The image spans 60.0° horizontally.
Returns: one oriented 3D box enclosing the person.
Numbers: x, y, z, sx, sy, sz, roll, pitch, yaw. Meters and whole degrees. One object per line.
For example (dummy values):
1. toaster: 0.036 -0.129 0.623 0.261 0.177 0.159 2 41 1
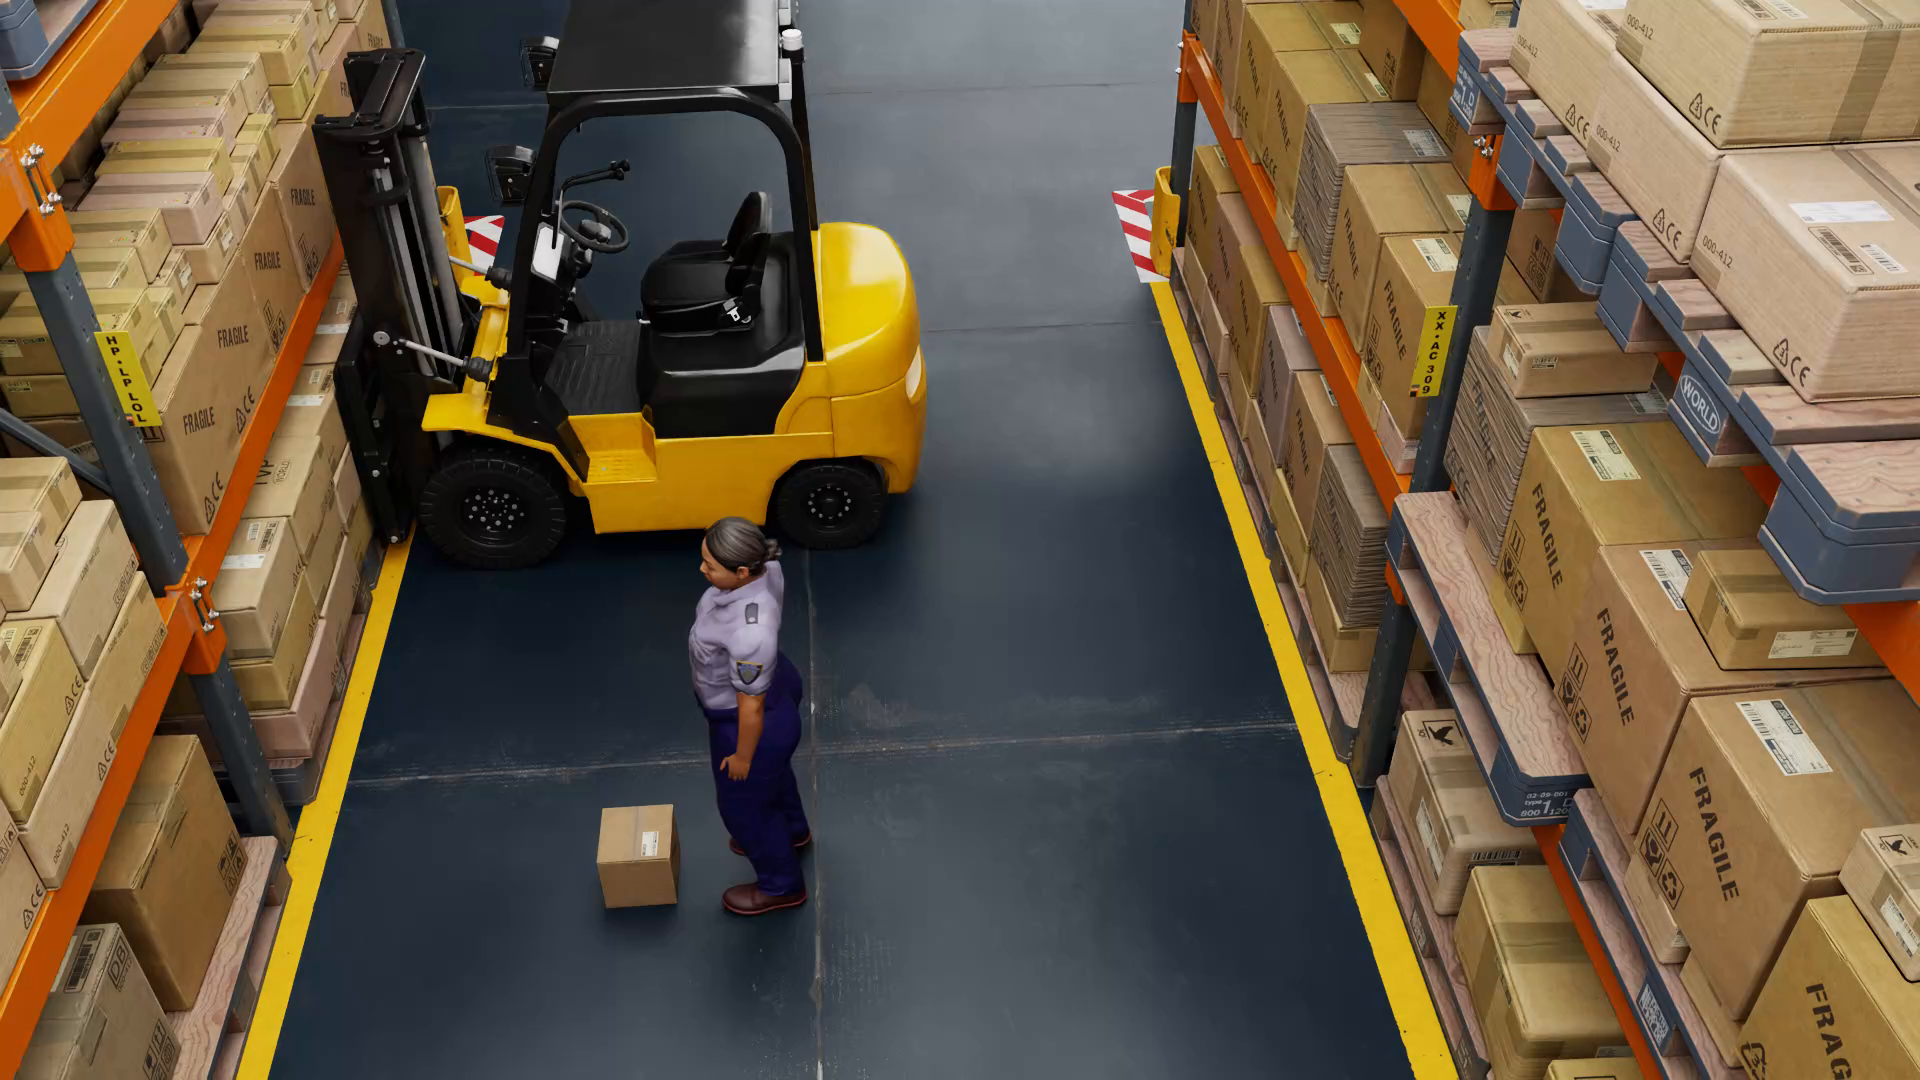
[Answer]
1. person: -0.690 0.590 5.477 0.342 1.619 0.470 -2 39 -3
